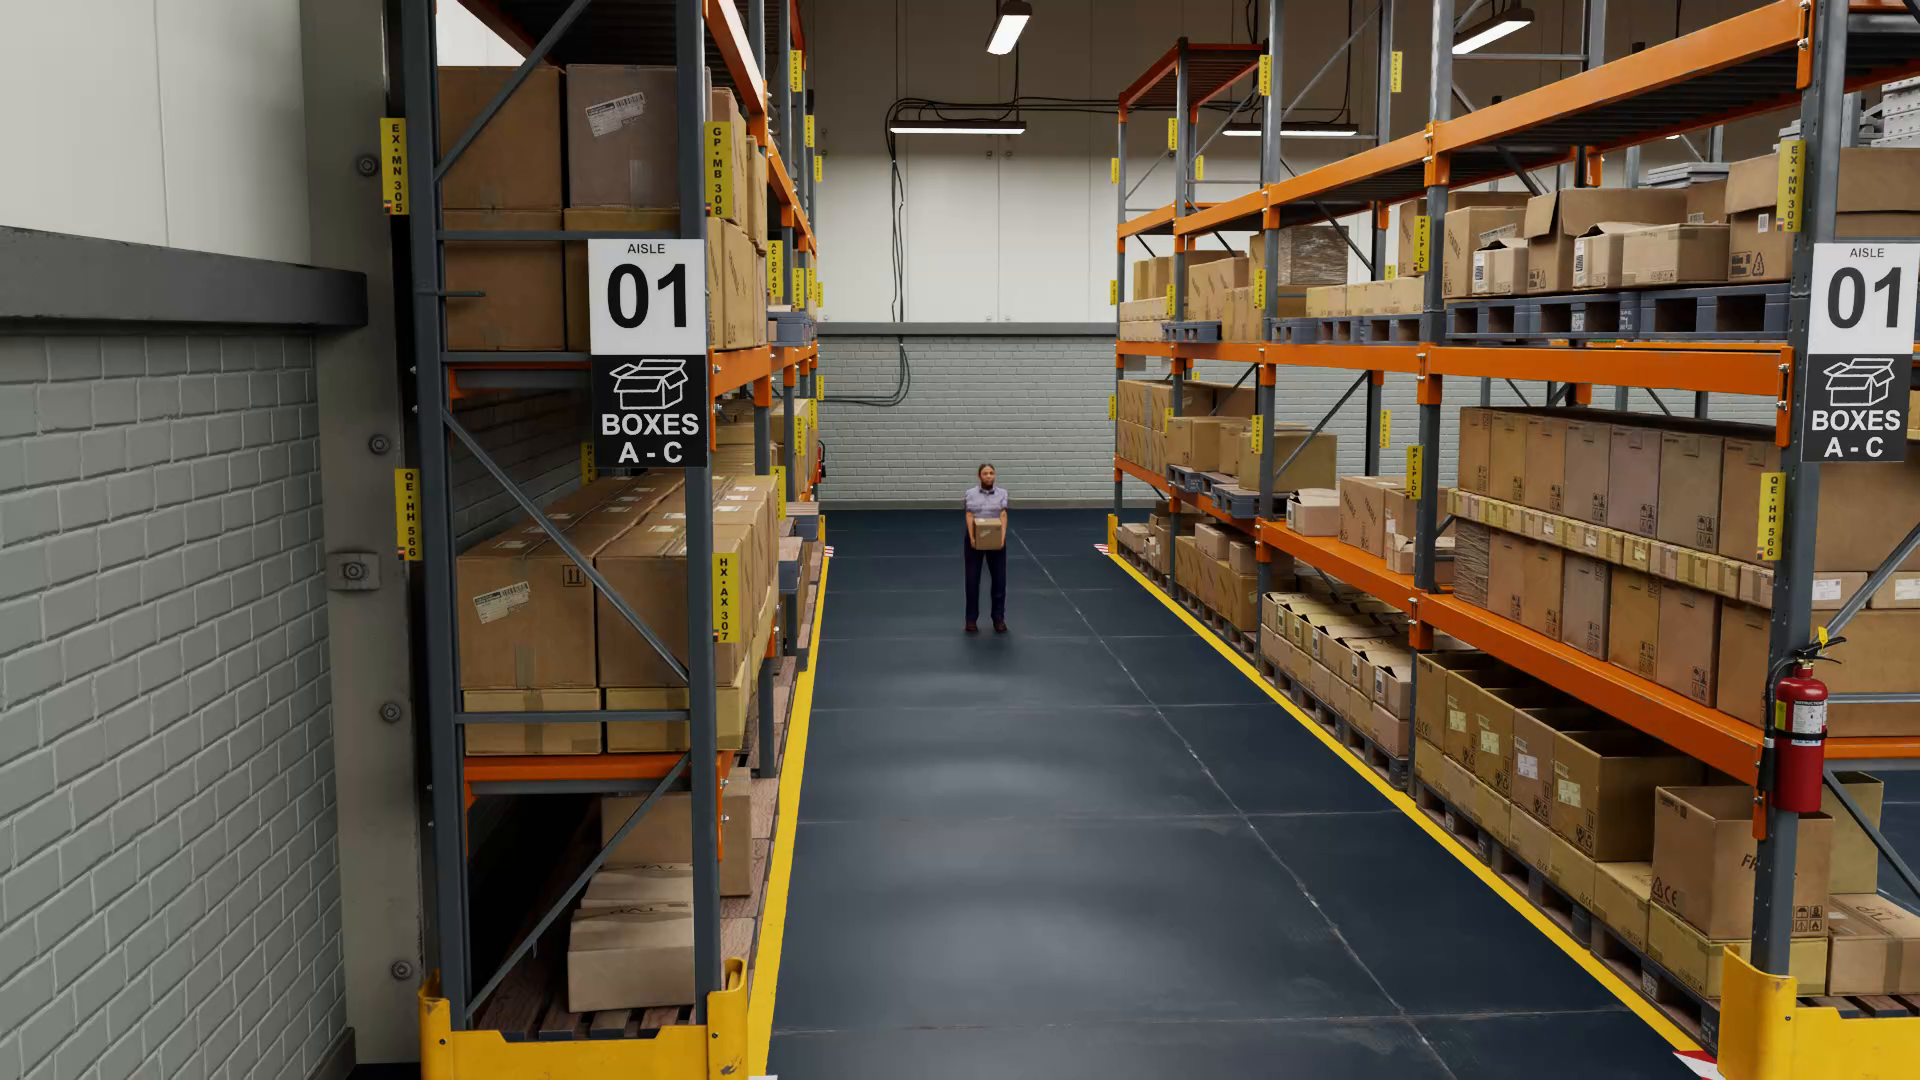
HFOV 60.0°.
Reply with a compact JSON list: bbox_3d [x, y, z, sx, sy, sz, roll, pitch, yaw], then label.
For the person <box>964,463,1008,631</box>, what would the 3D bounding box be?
[{"bbox_3d":[0.262,0.070,16.281,0.434,1.646,0.522,-1,7,-4],"label":"person"}]
